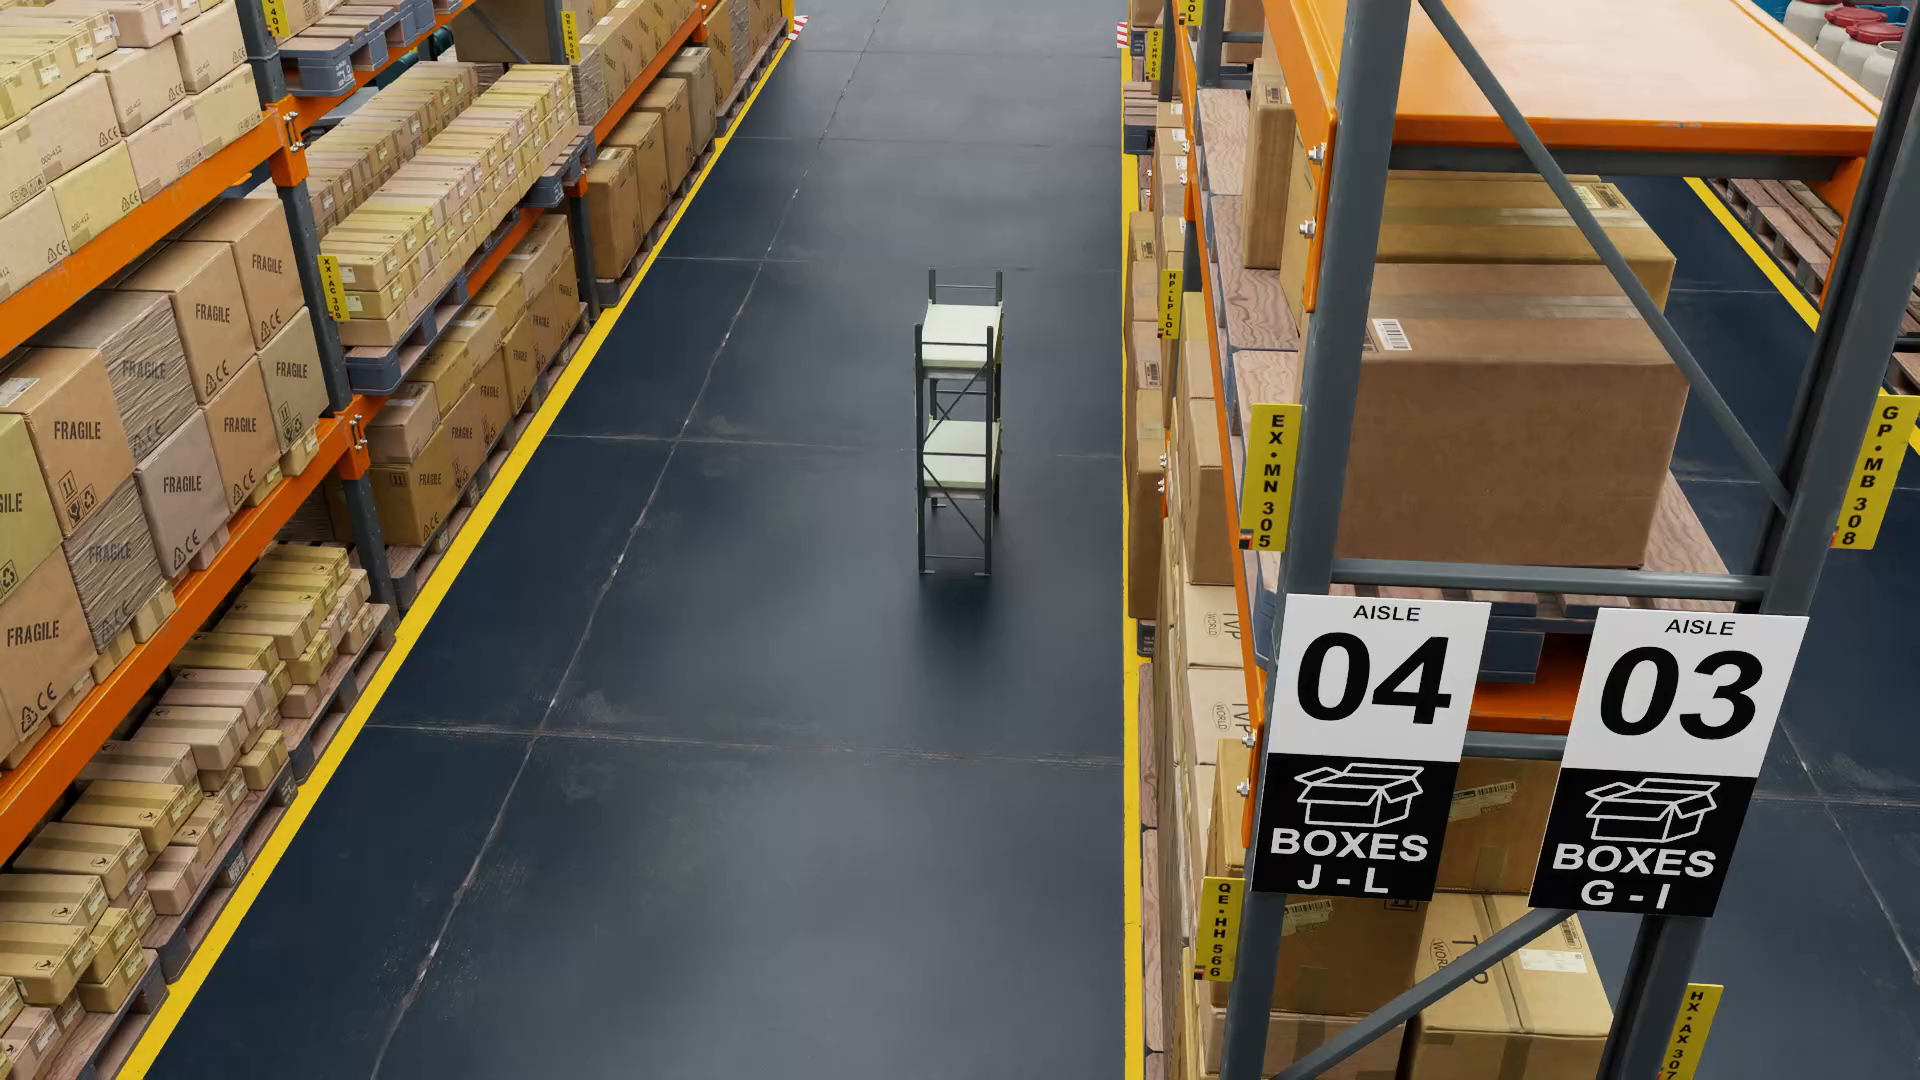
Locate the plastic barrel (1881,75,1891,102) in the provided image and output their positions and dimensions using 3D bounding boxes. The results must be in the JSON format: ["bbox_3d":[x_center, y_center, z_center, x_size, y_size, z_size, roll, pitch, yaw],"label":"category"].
[{"bbox_3d":[6.603,-3.034,11.487,0.421,0.512,0.421,0,32,0],"label":"plastic barrel"}]

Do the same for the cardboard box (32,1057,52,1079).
[{"bbox_3d":[-3.489,1.902,5.902,0.380,0.149,0.250,2,32,4],"label":"cardboard box"}]

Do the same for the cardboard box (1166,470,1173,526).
[{"bbox_3d":[1.093,-0.174,7.194,0.380,0.149,0.250,1,32,2],"label":"cardboard box"}]

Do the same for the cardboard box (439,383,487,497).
[{"bbox_3d":[-3.099,-0.590,9.611,0.500,0.500,0.500,4,32,6],"label":"cardboard box"}]

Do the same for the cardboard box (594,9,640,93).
[{"bbox_3d":[-2.754,-3.711,12.597,0.500,0.500,0.500,2,32,4],"label":"cardboard box"}]

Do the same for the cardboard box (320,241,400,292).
[{"bbox_3d":[-2.975,-1.335,8.110,0.380,0.149,0.250,4,32,6],"label":"cardboard box"}]

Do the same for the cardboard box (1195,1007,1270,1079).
[{"bbox_3d":[0.845,1.439,4.575,0.380,0.149,0.250,3,32,5],"label":"cardboard box"}]

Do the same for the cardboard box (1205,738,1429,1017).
[{"bbox_3d":[0.922,0.884,4.381,0.500,0.500,0.500,3,32,5],"label":"cardboard box"}]

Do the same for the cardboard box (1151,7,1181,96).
[{"bbox_3d":[1.746,-3.452,11.778,0.700,0.500,0.500,7,32,11],"label":"cardboard box"}]

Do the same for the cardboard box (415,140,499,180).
[{"bbox_3d":[-2.852,-2.153,9.436,0.380,0.149,0.250,3,32,5],"label":"cardboard box"}]

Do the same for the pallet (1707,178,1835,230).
[{"bbox_3d":[7.033,-2.931,14.086,1.003,0.211,1.213,2,32,4],"label":"pallet"}]

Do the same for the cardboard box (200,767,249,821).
[{"bbox_3d":[-3.330,1.105,7.195,0.380,0.149,0.250,3,32,5],"label":"cardboard box"}]

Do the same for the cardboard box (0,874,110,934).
[{"bbox_3d":[-3.421,1.381,6.180,0.380,0.149,0.250,1,32,2],"label":"cardboard box"}]

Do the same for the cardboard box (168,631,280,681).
[{"bbox_3d":[-3.328,0.553,7.524,0.380,0.149,0.250,3,32,6],"label":"cardboard box"}]

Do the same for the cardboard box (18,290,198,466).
[{"bbox_3d":[-3.326,-0.624,6.352,0.500,0.500,0.500,3,32,5],"label":"cardboard box"}]

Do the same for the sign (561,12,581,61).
[{"bbox_3d":[-2.598,-3.356,11.089,0.100,0.325,0.005,2,32,4],"label":"sign"}]

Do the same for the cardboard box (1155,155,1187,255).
[{"bbox_3d":[1.407,-1.913,9.680,0.500,0.500,0.500,2,32,3],"label":"cardboard box"}]

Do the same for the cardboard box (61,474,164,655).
[{"bbox_3d":[-3.373,0.072,6.175,0.500,0.500,0.500,2,32,3],"label":"cardboard box"}]

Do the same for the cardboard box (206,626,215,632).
[{"bbox_3d":[-3.729,0.525,7.852,0.380,0.149,0.250,2,32,4],"label":"cardboard box"}]

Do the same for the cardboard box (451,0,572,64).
[{"bbox_3d":[-3.093,-3.618,11.494,0.700,0.500,0.500,2,32,4],"label":"cardboard box"}]

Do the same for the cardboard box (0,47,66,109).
[{"bbox_3d":[-3.298,-1.567,5.641,0.380,0.149,0.250,2,32,4],"label":"cardboard box"}]

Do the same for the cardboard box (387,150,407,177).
[{"bbox_3d":[-3.482,-2.196,9.791,0.380,0.149,0.250,2,32,4],"label":"cardboard box"}]

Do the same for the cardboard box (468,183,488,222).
[{"bbox_3d":[-2.873,-1.895,9.302,0.380,0.149,0.250,2,32,3],"label":"cardboard box"}]

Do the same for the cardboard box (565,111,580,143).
[{"bbox_3d":[-2.721,-2.710,10.907,0.380,0.149,0.250,3,32,5],"label":"cardboard box"}]

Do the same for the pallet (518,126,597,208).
[{"bbox_3d":[-3.091,-2.457,10.840,1.213,0.211,1.003,2,32,4],"label":"pallet"}]

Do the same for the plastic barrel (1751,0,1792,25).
[{"bbox_3d":[6.725,-4.555,13.585,0.600,0.901,0.708,2,32,4],"label":"plastic barrel"}]

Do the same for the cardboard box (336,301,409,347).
[{"bbox_3d":[-2.975,-1.082,8.266,0.380,0.149,0.250,1,32,2],"label":"cardboard box"}]

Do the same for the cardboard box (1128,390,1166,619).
[{"bbox_3d":[1.502,-0.169,8.570,1.225,0.875,0.875,3,32,4],"label":"cardboard box"}]

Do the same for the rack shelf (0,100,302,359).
[{"bbox_3d":[-3.628,-0.749,5.713,1.077,0.370,4.000,2,32,4],"label":"rack shelf"}]

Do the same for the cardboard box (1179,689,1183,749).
[{"bbox_3d":[0.970,0.640,5.872,0.380,0.149,0.250,3,32,5],"label":"cardboard box"}]

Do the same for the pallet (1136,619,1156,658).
[{"bbox_3d":[1.458,0.221,8.970,1.003,0.211,1.213,2,32,4],"label":"pallet"}]

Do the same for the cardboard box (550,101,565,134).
[{"bbox_3d":[-2.746,-2.696,10.602,0.380,0.149,0.250,4,32,6],"label":"cardboard box"}]

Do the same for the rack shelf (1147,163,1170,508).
[{"bbox_3d":[1.633,-1.299,9.464,1.077,0.370,4.000,2,32,4],"label":"rack shelf"}]

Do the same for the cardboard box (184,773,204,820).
[{"bbox_3d":[-3.413,1.084,6.946,0.380,0.149,0.250,4,32,6],"label":"cardboard box"}]

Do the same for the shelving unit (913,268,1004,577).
[{"bbox_3d":[0.001,-0.642,9.142,0.431,1.500,0.755,2,32,4],"label":"shelving unit"}]

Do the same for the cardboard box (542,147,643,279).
[{"bbox_3d":[-3.000,-2.451,12.392,1.050,0.750,0.750,2,32,3],"label":"cardboard box"}]

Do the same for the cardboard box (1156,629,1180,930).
[{"bbox_3d":[1.263,0.979,6.708,0.875,0.875,0.875,2,32,4],"label":"cardboard box"}]

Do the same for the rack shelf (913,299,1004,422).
[{"bbox_3d":[0.001,-0.974,8.938,0.431,0.370,0.720,2,32,4],"label":"rack shelf"}]

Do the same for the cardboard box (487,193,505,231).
[{"bbox_3d":[-2.850,-1.897,9.588,0.380,0.149,0.250,1,32,2],"label":"cardboard box"}]

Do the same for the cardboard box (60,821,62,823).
[{"bbox_3d":[-3.825,1.208,7.027,0.380,0.149,0.250,3,32,5],"label":"cardboard box"}]

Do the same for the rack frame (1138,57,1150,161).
[{"bbox_3d":[2.122,-4.742,14.366,1.000,3.000,0.127,2,32,4],"label":"rack frame"}]

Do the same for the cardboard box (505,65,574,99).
[{"bbox_3d":[-2.722,-2.965,10.754,0.380,0.149,0.250,1,32,2],"label":"cardboard box"}]

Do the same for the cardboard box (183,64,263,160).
[{"bbox_3d":[-3.236,-1.769,6.825,0.500,0.250,0.500,3,32,5],"label":"cardboard box"}]

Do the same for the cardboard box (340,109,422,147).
[{"bbox_3d":[-3.456,-2.458,9.933,0.380,0.149,0.250,4,32,6],"label":"cardboard box"}]

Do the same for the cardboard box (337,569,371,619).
[{"bbox_3d":[-3.174,0.263,8.278,0.380,0.149,0.250,3,32,5],"label":"cardboard box"}]

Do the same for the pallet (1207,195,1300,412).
[{"bbox_3d":[1.291,-0.735,5.089,1.003,0.211,1.213,2,32,4],"label":"pallet"}]

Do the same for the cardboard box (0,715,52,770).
[{"bbox_3d":[-3.452,0.664,5.833,0.380,0.149,0.250,2,32,3],"label":"cardboard box"}]

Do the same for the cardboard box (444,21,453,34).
[{"bbox_3d":[-5.050,-5.168,17.436,0.797,0.503,0.637,-20,37,-29],"label":"cardboard box"}]

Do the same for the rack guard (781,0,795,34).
[{"bbox_3d":[-2.486,-6.047,18.866,1.175,0.500,0.348,2,32,4],"label":"rack guard"}]

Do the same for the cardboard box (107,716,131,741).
[{"bbox_3d":[-3.793,0.818,7.094,0.380,0.149,0.250,1,32,2],"label":"cardboard box"}]

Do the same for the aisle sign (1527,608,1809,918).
[{"bbox_3d":[1.438,0.476,3.421,0.394,0.787,0.004,2,32,4],"label":"aisle sign"}]

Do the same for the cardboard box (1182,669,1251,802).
[{"bbox_3d":[1.003,0.674,5.438,0.500,0.250,0.500,1,32,2],"label":"cardboard box"}]

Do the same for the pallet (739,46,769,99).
[{"bbox_3d":[-2.577,-4.854,17.205,1.003,0.211,1.213,2,32,4],"label":"pallet"}]

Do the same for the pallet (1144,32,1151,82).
[{"bbox_3d":[1.916,-3.606,12.705,1.003,0.211,1.213,2,32,4],"label":"pallet"}]

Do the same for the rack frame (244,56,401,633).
[{"bbox_3d":[-3.465,-0.824,8.008,1.000,3.000,0.127,2,32,4],"label":"rack frame"}]

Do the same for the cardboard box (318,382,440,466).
[{"bbox_3d":[-3.142,-0.633,8.966,0.500,0.250,0.500,1,32,2],"label":"cardboard box"}]

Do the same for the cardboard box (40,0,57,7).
[{"bbox_3d":[-3.786,-2.137,6.566,0.380,0.149,0.250,1,32,2],"label":"cardboard box"}]

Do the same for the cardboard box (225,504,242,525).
[{"bbox_3d":[-3.338,-0.149,7.153,0.380,0.149,0.250,2,32,3],"label":"cardboard box"}]
